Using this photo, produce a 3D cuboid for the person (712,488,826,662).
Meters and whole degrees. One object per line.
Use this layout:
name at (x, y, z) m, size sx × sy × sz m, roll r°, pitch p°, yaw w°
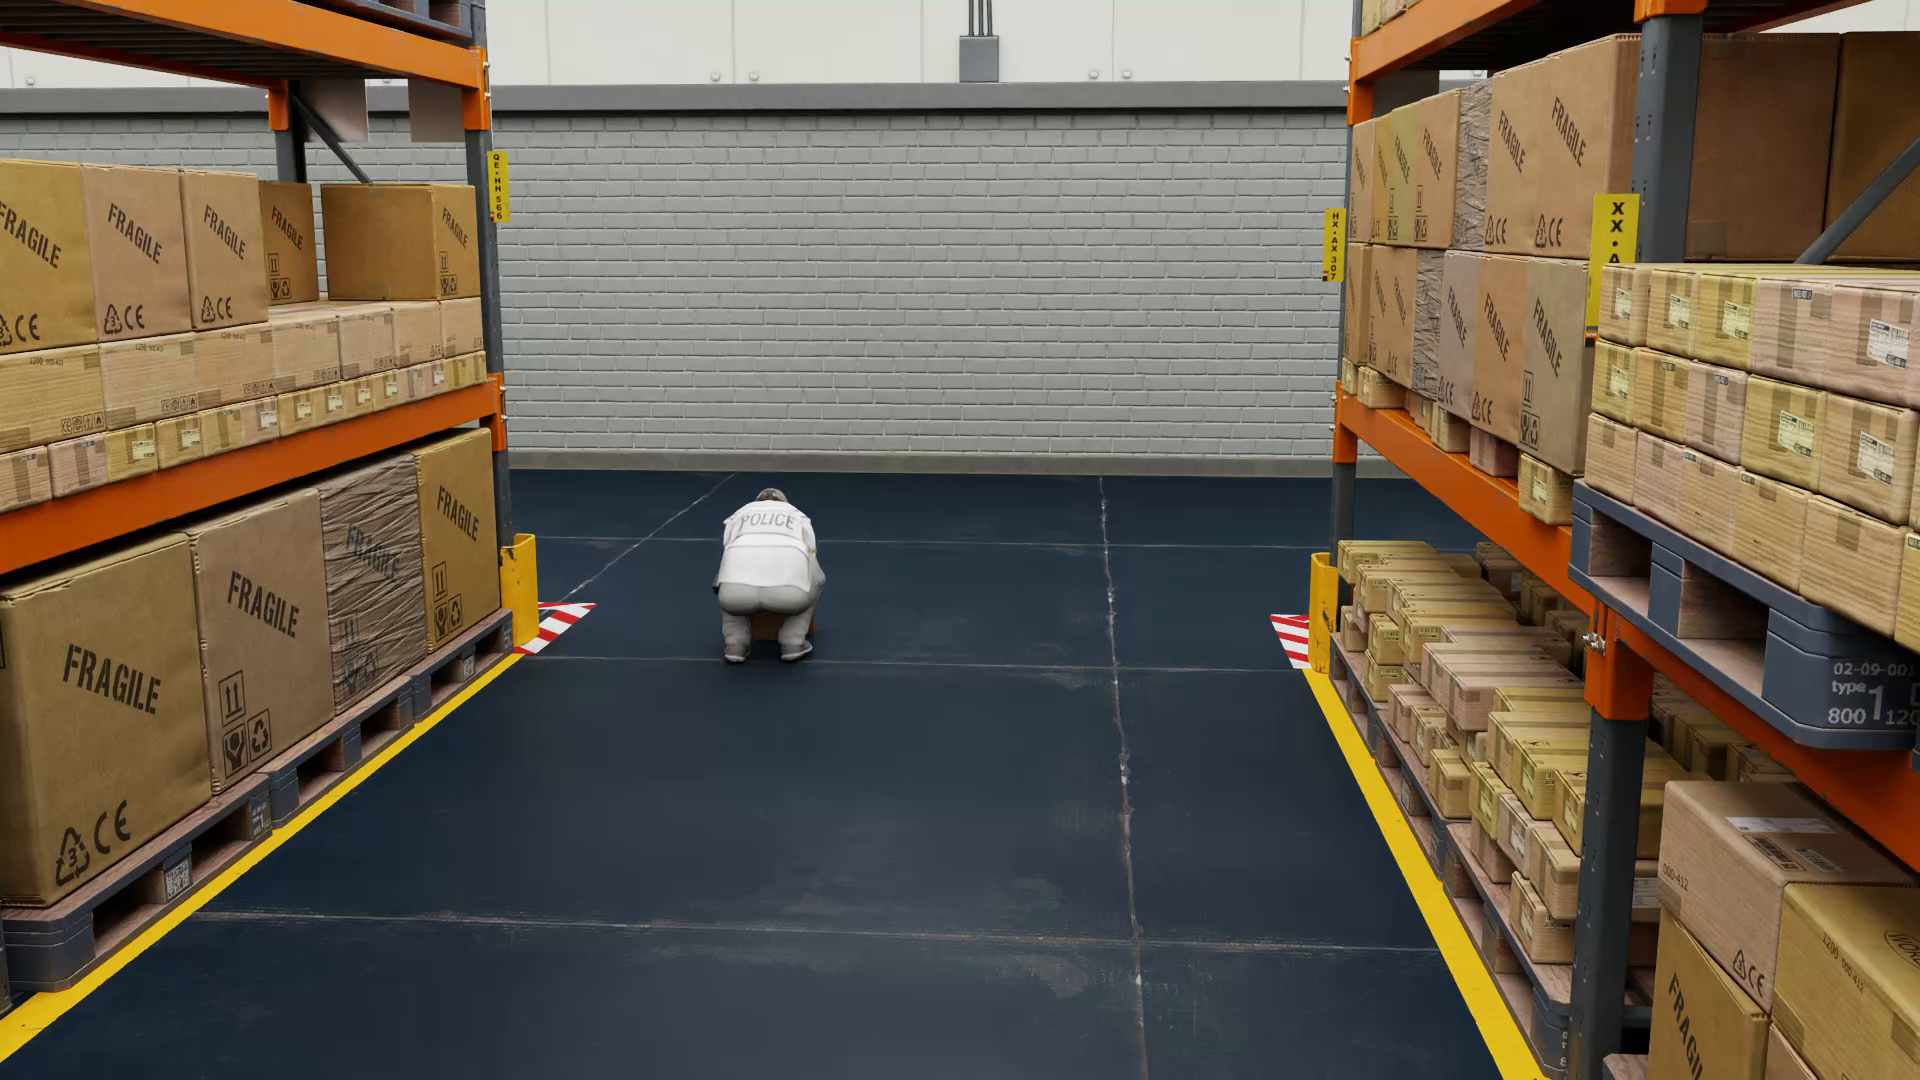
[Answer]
person at (-0.917, 0.202, 7.991) m, size 0.519 × 0.808 × 0.897 m, roll 1°, pitch 11°, yaw 3°
